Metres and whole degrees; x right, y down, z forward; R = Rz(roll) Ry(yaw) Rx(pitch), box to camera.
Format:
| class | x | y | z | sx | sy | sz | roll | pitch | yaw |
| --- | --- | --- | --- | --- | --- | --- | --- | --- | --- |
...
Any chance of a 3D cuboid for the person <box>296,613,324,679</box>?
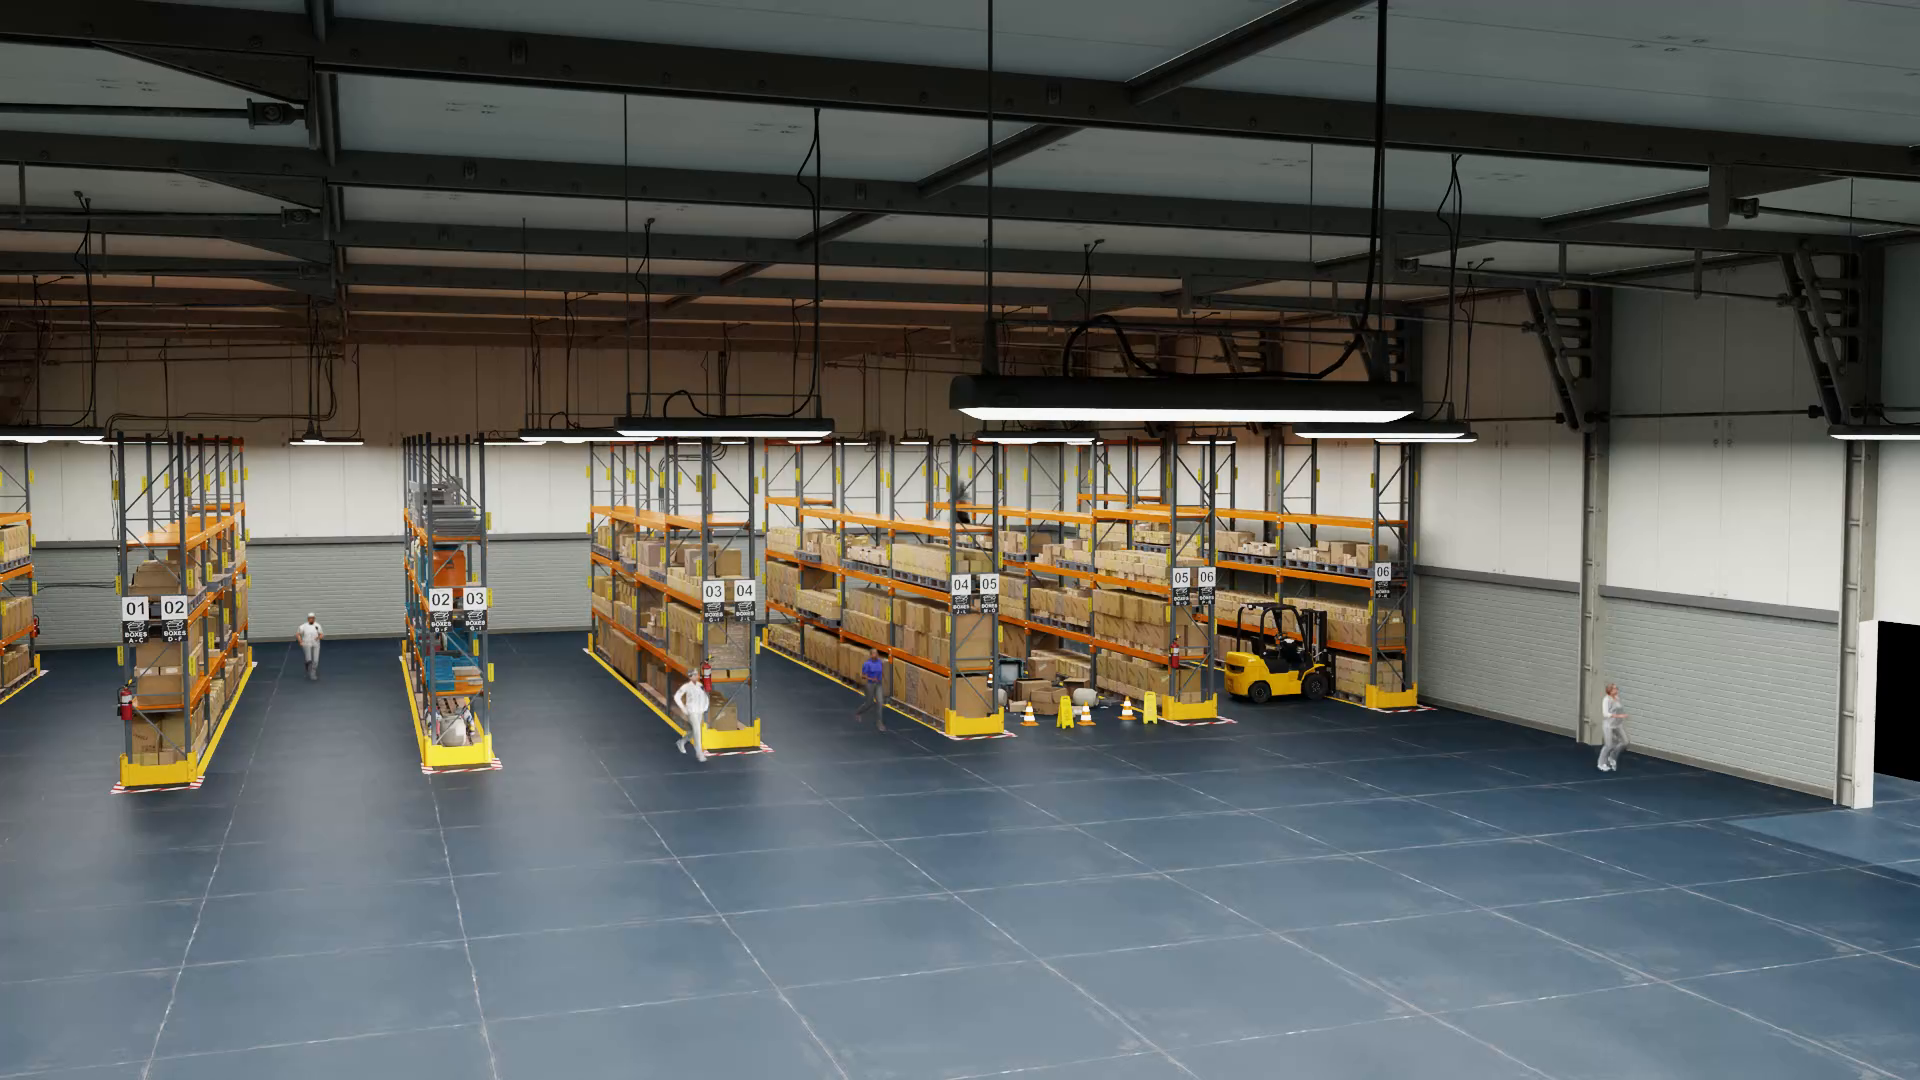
| class | x | y | z | sx | sy | sz | roll | pitch | yaw |
| --- | --- | --- | --- | --- | --- | --- | --- | --- | --- |
| person | -16.024 | 2.625 | 41.070 | 0.591 | 1.629 | 0.595 | -2 | 4 | -32 |

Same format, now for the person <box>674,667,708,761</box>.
| class | x | y | z | sx | sy | sz | roll | pitch | yaw |
| --- | --- | --- | --- | --- | --- | --- | --- | --- | --- |
| person | -4.920 | 3.198 | 30.646 | 0.832 | 1.717 | 0.635 | 2 | 4 | 36 |

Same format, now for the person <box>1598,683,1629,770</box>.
| class | x | y | z | sx | sy | sz | roll | pitch | yaw |
| --- | --- | --- | --- | --- | --- | --- | --- | --- | --- |
| person | 11.516 | 3.296 | 29.285 | 0.512 | 1.566 | 0.623 | -2 | 4 | -27 |

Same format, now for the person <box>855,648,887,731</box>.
| class | x | y | z | sx | sy | sz | roll | pitch | yaw |
| --- | --- | --- | --- | --- | --- | --- | --- | --- | --- |
| person | -1.782 | 3.024 | 33.936 | 0.589 | 1.664 | 0.918 | -2 | 4 | -31 |
